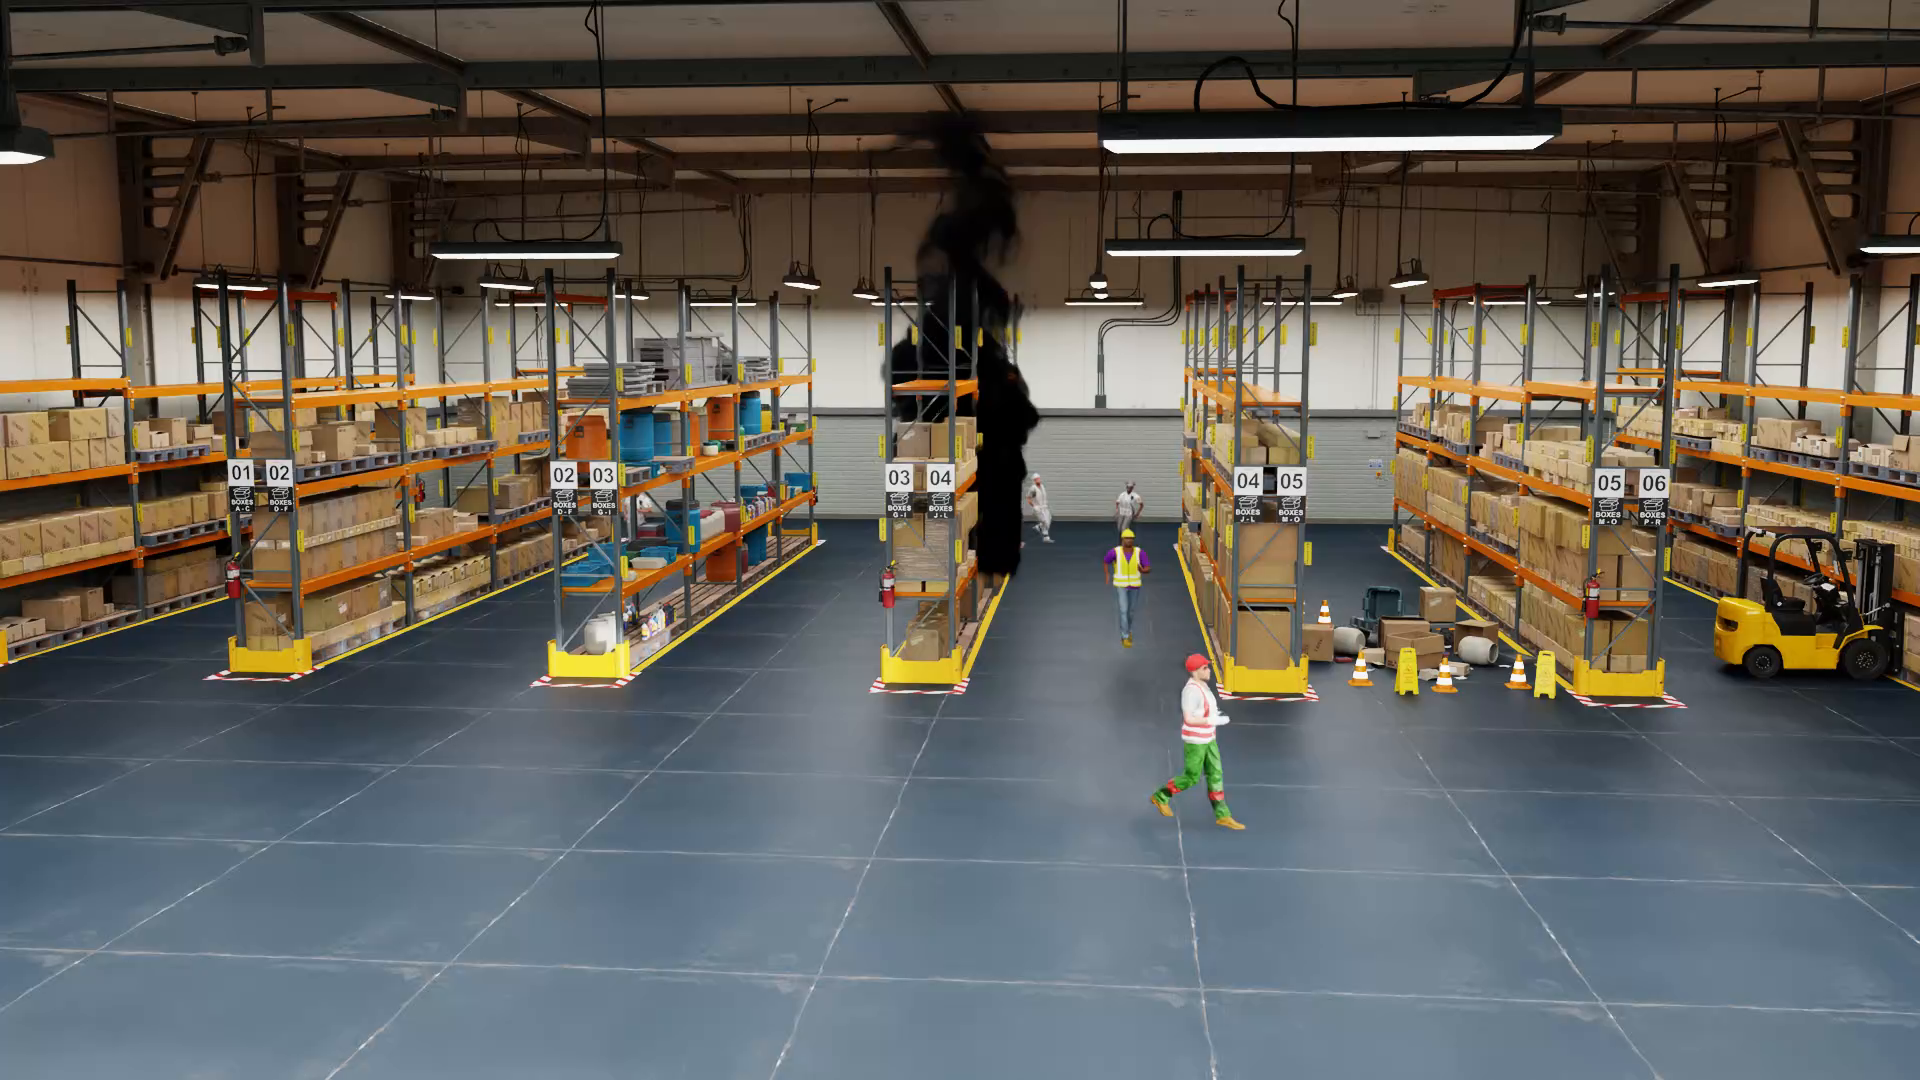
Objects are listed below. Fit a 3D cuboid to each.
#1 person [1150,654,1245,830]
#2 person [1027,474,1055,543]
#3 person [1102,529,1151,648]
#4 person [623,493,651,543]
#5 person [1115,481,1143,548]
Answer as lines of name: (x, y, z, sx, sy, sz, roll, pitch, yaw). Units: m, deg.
person: (2.425, 2.041, 16.920, 0.988, 1.783, 0.654, 4, 8, 27)
person: (1.937, -0.765, 40.524, 0.551, 1.708, 0.699, 6, 9, 42)
person: (2.568, 0.739, 25.457, 0.701, 1.808, 0.923, -1, 7, -6)
person: (-7.142, -0.369, 36.812, 0.652, 1.791, 0.969, 0, 7, -2)
person: (3.933, -0.566, 39.165, 0.655, 1.656, 0.613, 4, 8, 28)
